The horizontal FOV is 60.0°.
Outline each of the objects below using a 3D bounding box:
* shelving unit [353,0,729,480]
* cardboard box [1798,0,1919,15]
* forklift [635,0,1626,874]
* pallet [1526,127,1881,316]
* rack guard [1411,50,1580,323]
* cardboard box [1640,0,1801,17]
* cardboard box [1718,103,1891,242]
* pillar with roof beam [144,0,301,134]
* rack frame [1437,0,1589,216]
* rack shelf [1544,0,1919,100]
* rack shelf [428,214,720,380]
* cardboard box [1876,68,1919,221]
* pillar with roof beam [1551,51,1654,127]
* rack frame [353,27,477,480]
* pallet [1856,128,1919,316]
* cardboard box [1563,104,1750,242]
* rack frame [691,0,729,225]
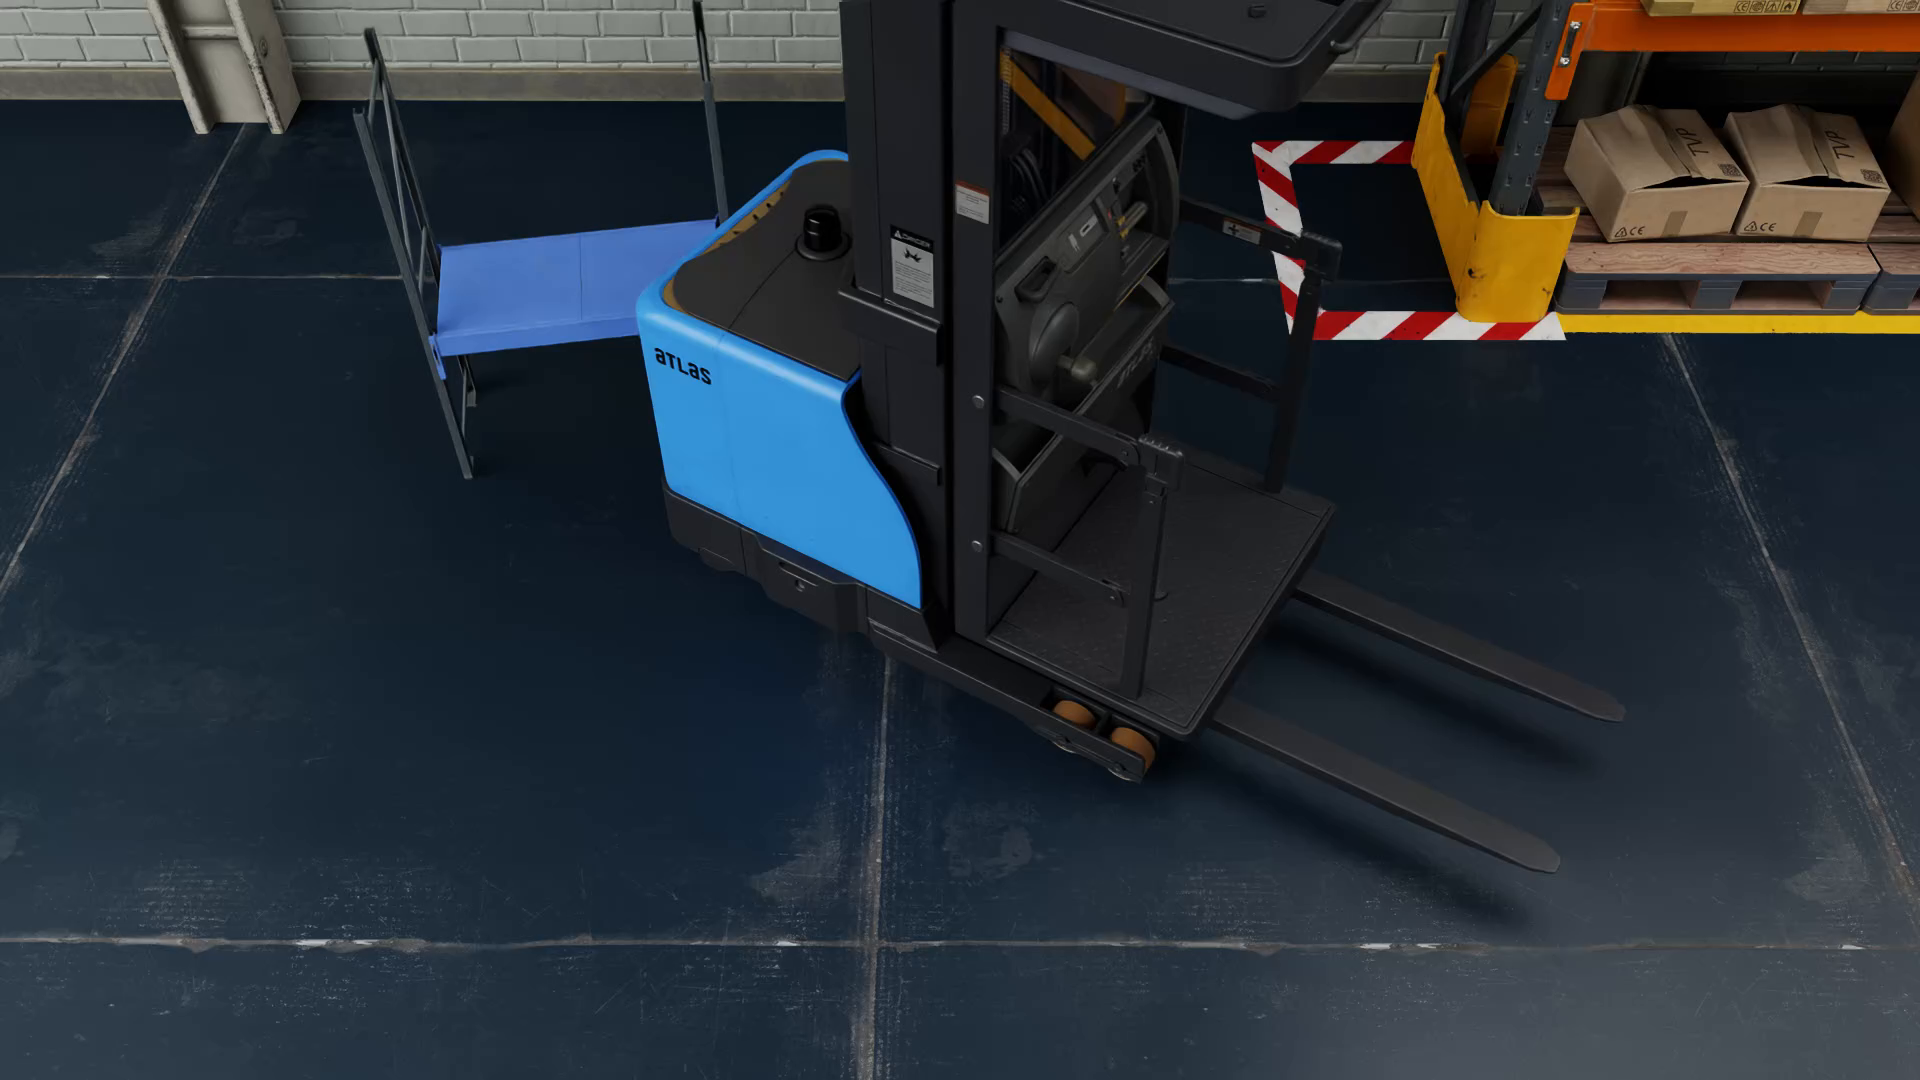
[{"bbox_3d":[-1.300,-0.973,5.631,1.048,1.500,0.538,-7,47,-7],"label":"shelving unit"},{"bbox_3d":[3.079,-2.037,5.686,0.500,0.250,0.500,-1,47,-1],"label":"cardboard box"},{"bbox_3d":[0.532,-0.716,4.414,3.031,2.935,1.130,24,52,21],"label":"forklift"},{"bbox_3d":[2.962,-1.328,6.842,1.213,0.211,1.003,0,47,0],"label":"pallet"},{"bbox_3d":[2.149,-1.455,6.762,0.348,0.500,1.175,0,47,0],"label":"rack guard"},{"bbox_3d":[2.560,-2.028,5.678,0.500,0.250,0.500,-1,47,-1],"label":"cardboard box"},{"bbox_3d":[3.335,-1.471,6.606,0.500,0.311,0.500,4,47,3],"label":"cardboard box"},{"bbox_3d":[-3.239,-1.847,1.321,0.400,9.000,9.100,0,47,0],"label":"pillar with roof beam"},{"bbox_3d":[2.073,-2.306,5.848,0.127,3.000,1.000,0,47,0],"label":"rack frame"},{"bbox_3d":[4.073,-2.056,6.106,4.000,0.370,1.077,0,47,0],"label":"rack shelf"},{"bbox_3d":[-1.300,-0.851,5.763,1.000,0.185,0.538,-7,47,-7],"label":"rack shelf"},{"bbox_3d":[4.068,-1.497,6.501,0.500,0.500,0.700,-3,47,-2],"label":"cardboard box"},{"bbox_3d":[2.760,-1.831,1.306,0.400,9.000,9.100,0,47,0],"label":"pillar with roof beam"},{"bbox_3d":[-1.801,-0.909,5.572,0.032,1.500,0.500,-7,47,-7],"label":"rack frame"},{"bbox_3d":[4.178,-1.323,6.837,1.213,0.211,1.003,0,47,0],"label":"pallet"},{"bbox_3d":[2.765,-1.473,6.608,0.500,0.311,0.500,-5,47,-4],"label":"cardboard box"},{"bbox_3d":[-0.799,-1.037,5.691,0.032,1.500,0.500,-7,47,-7],"label":"rack frame"}]
